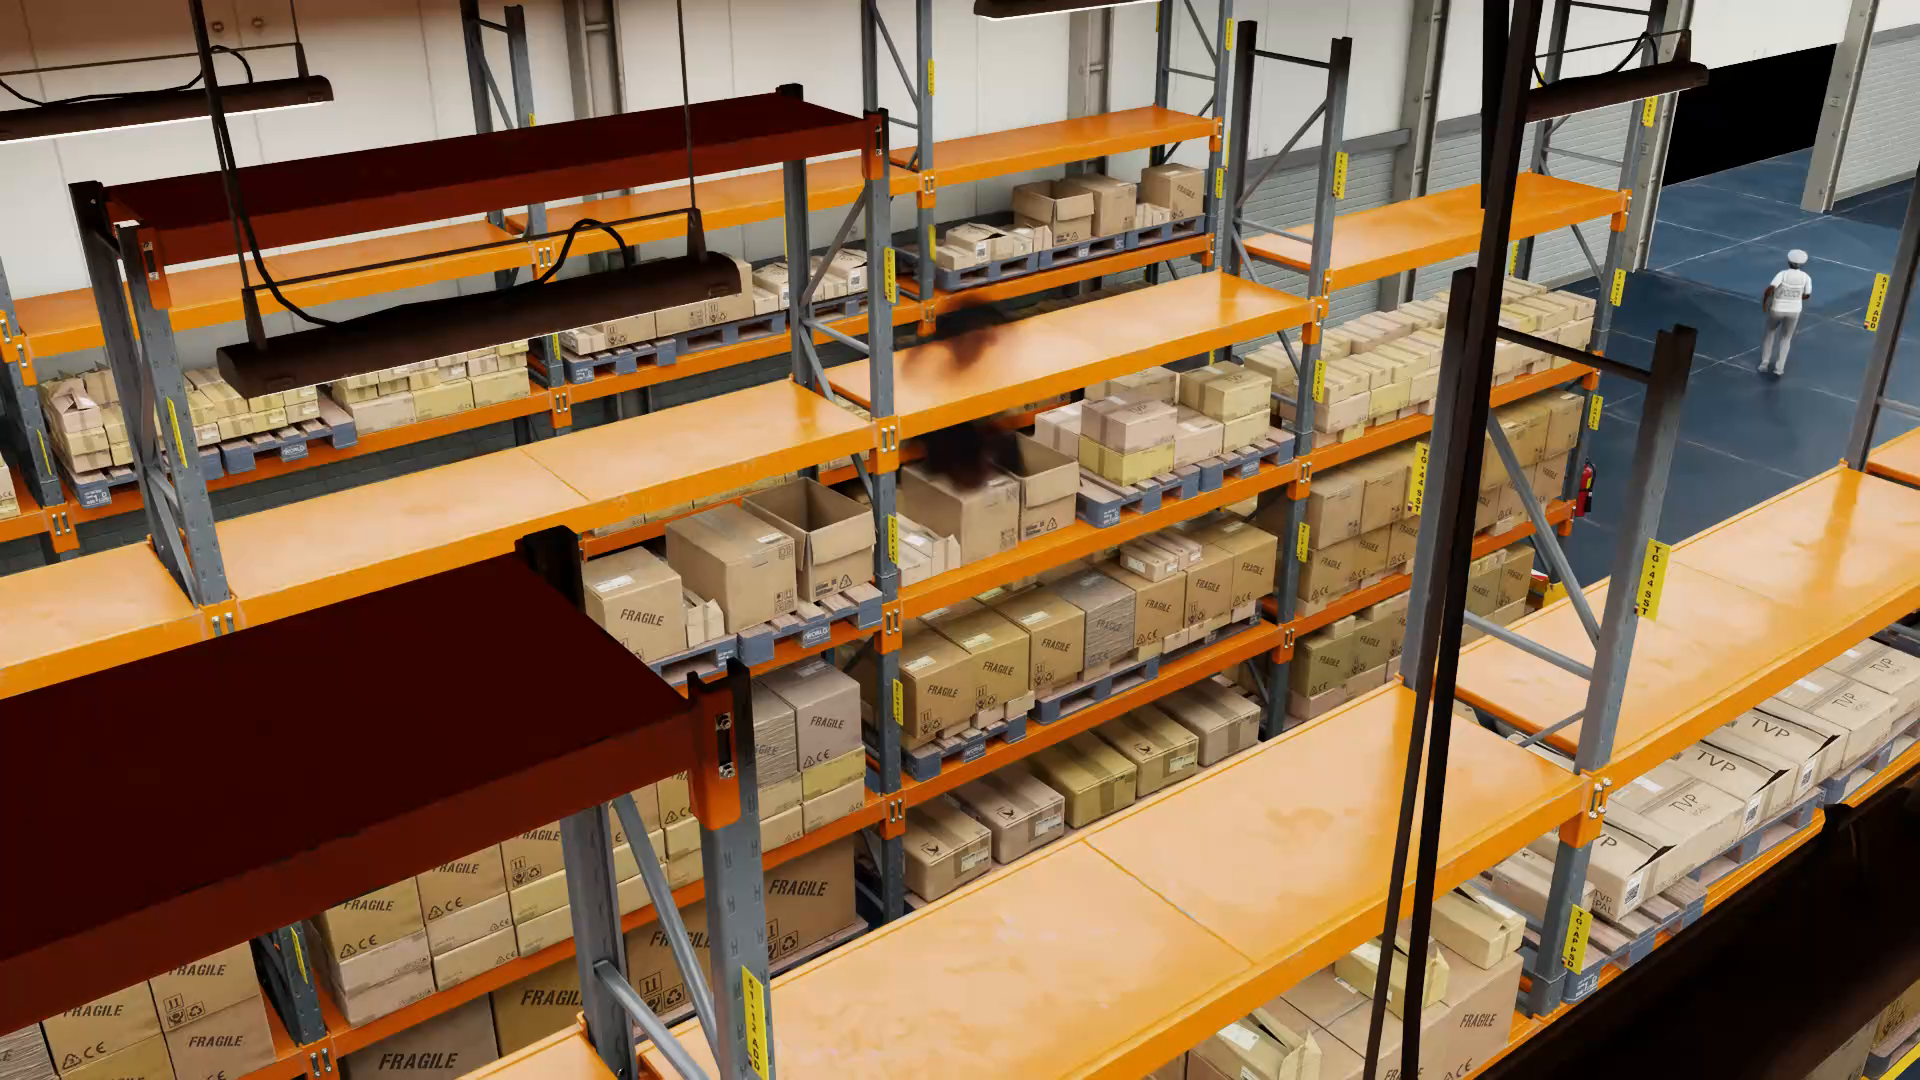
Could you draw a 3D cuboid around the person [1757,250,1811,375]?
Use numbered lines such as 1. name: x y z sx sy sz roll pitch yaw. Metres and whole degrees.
1. person: 11.111 -3.052 22.471 0.588 1.754 0.728 9 27 17
